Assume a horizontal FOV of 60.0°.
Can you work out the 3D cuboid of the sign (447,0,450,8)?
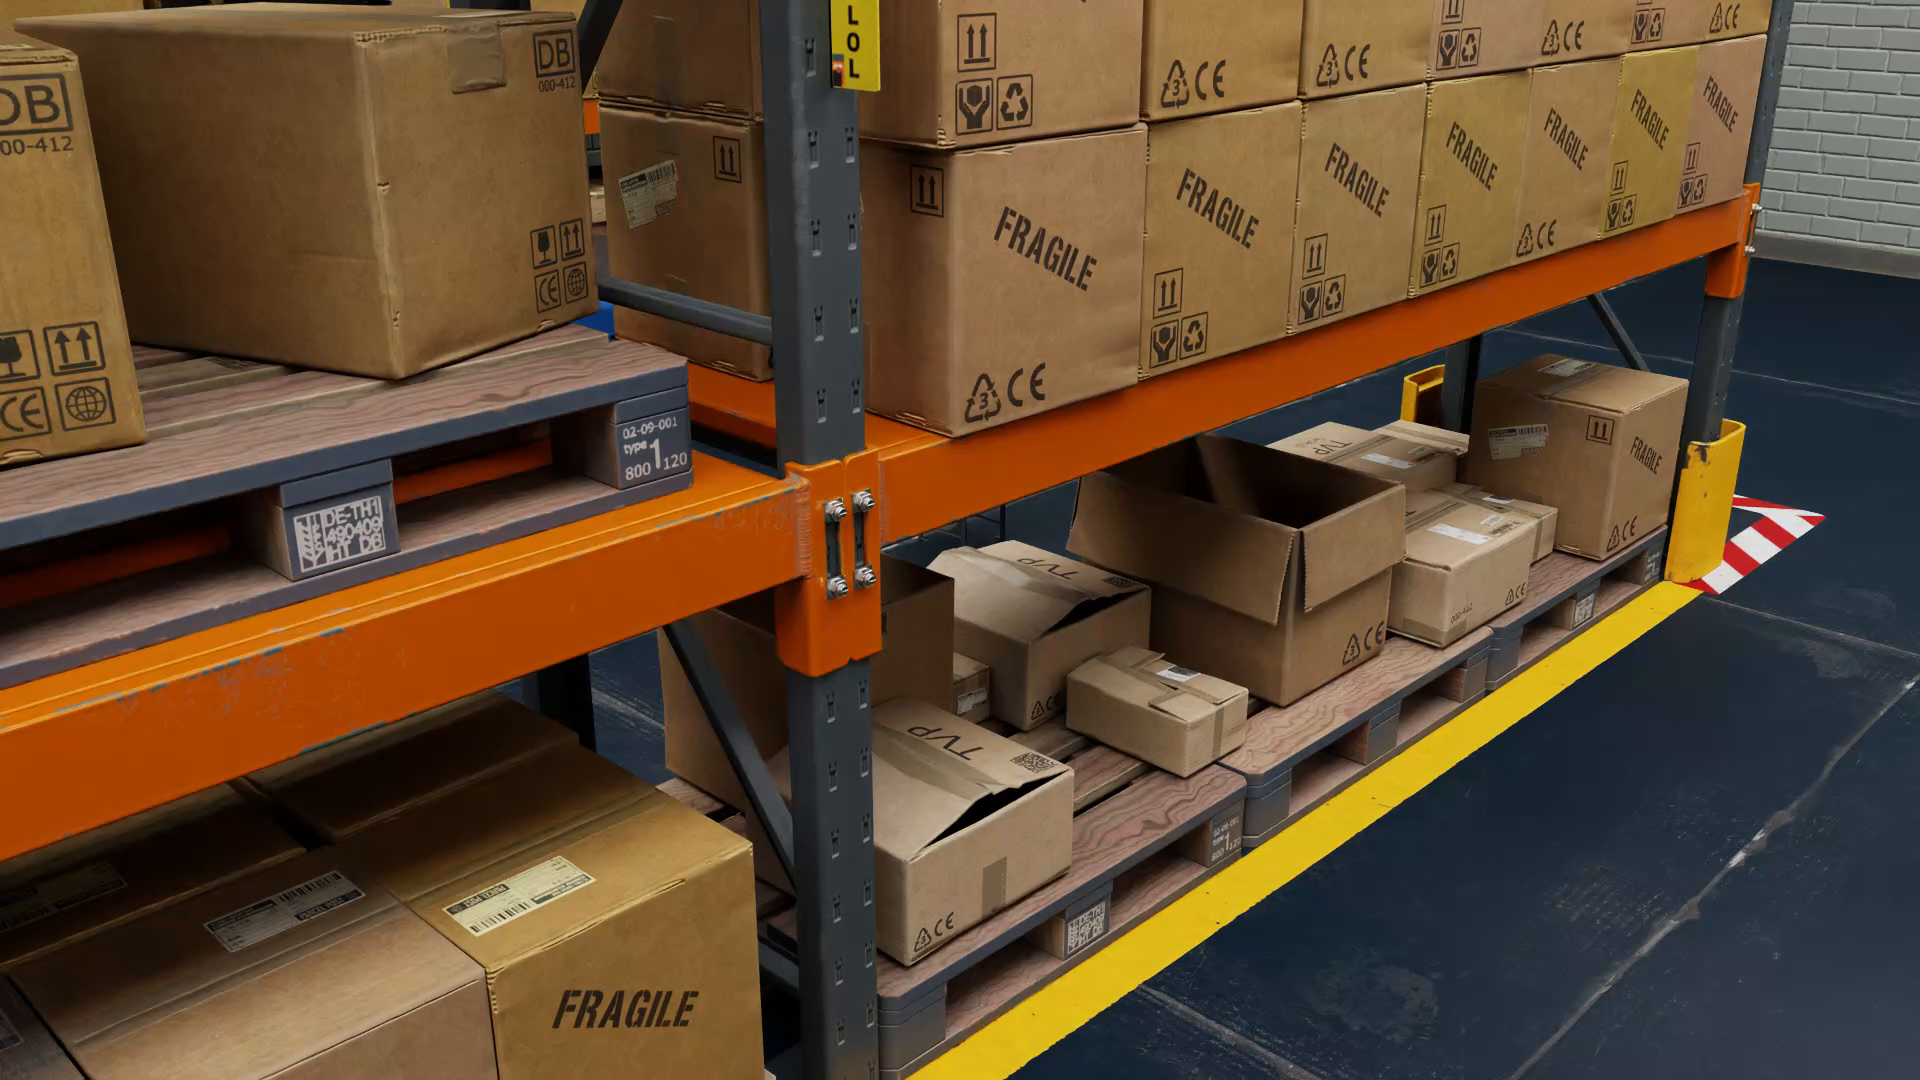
[{"bbox_3d":[-0.949,-0.962,3.189,0.100,0.325,0.005,19,28,41],"label":"sign"}]

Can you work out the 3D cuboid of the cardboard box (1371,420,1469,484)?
[{"bbox_3d":[1.697,-0.305,6.048,0.380,0.149,0.250,19,28,41],"label":"cardboard box"}]

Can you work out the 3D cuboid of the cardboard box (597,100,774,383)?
[{"bbox_3d":[-0.390,-0.663,3.480,0.500,0.500,0.500,-20,28,-41],"label":"cardboard box"}]

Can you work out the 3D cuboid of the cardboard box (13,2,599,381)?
[{"bbox_3d":[-1.046,-0.601,2.732,0.700,0.500,0.500,9,23,23],"label":"cardboard box"}]

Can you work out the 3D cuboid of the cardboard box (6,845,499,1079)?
[{"bbox_3d":[-1.045,0.861,2.524,0.500,0.500,0.500,19,28,41],"label":"cardboard box"}]

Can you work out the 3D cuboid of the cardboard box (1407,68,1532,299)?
[{"bbox_3d":[1.055,-0.925,4.161,0.500,0.500,0.500,19,28,40],"label":"cardboard box"}]

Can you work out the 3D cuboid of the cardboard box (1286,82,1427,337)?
[{"bbox_3d":[0.701,-0.794,3.820,0.500,0.500,0.500,19,28,40],"label":"cardboard box"}]

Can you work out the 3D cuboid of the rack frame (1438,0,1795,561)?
[{"bbox_3d":[2.235,-1.452,5.672,1.000,3.000,0.127,19,28,41],"label":"rack frame"}]

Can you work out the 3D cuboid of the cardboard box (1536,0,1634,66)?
[{"bbox_3d":[1.412,-1.518,4.309,0.500,0.500,0.500,-19,28,-41],"label":"cardboard box"}]

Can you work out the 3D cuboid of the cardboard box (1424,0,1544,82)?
[{"bbox_3d":[1.053,-1.386,3.966,0.500,0.500,0.500,-19,28,-40],"label":"cardboard box"}]

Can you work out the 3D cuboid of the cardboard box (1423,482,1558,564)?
[{"bbox_3d":[1.685,-0.052,5.365,0.380,0.166,0.250,19,28,41],"label":"cardboard box"}]

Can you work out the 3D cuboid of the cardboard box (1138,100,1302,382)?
[{"bbox_3d":[0.350,-0.666,3.486,0.500,0.500,0.500,-20,28,-41],"label":"cardboard box"}]

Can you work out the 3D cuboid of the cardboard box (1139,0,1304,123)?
[{"bbox_3d":[0.335,-1.121,3.276,0.500,0.500,0.500,18,28,39],"label":"cardboard box"}]

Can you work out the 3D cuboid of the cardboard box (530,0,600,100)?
[{"bbox_3d":[-2.165,-2.508,7.999,0.980,0.700,0.700,19,28,40],"label":"cardboard box"}]

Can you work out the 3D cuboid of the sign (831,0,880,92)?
[{"bbox_3d":[-0.155,-0.826,2.430,0.100,0.325,0.005,19,28,41],"label":"sign"}]

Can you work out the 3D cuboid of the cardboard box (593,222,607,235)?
[{"bbox_3d":[-2.082,-1.387,8.400,0.700,0.500,0.500,19,28,40],"label":"cardboard box"}]

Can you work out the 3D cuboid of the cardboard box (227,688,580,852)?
[{"bbox_3d":[-1.067,0.601,3.201,0.500,0.500,0.500,18,27,38],"label":"cardboard box"}]

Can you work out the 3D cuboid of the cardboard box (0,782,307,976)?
[{"bbox_3d":[-1.431,0.741,2.837,0.500,0.500,0.500,-20,28,-41],"label":"cardboard box"}]

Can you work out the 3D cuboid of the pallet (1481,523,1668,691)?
[{"bbox_3d":[1.627,0.074,5.587,1.003,0.211,1.213,19,28,41],"label":"pallet"}]

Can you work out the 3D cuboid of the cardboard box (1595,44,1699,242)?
[{"bbox_3d":[1.758,-1.181,4.828,0.500,0.500,0.500,20,28,41],"label":"cardboard box"}]

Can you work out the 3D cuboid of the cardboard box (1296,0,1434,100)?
[{"bbox_3d":[0.694,-1.253,3.620,0.500,0.500,0.500,18,28,39],"label":"cardboard box"}]

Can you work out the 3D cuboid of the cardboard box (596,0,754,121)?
[{"bbox_3d":[-0.388,-1.132,3.306,0.500,0.500,0.500,19,28,41],"label":"cardboard box"}]

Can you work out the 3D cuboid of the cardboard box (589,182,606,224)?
[{"bbox_3d":[-1.870,-1.673,8.242,0.250,0.149,0.380,-19,28,-41],"label":"cardboard box"}]

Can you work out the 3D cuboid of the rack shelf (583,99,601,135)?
[{"bbox_3d":[-2.712,-1.841,7.686,1.077,0.370,4.000,19,28,41],"label":"rack shelf"}]

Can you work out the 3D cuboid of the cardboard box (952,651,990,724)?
[{"bbox_3d":[-0.142,0.373,4.285,0.380,0.149,0.250,19,28,41],"label":"cardboard box"}]

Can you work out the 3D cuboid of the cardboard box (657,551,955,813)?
[{"bbox_3d":[-0.361,0.320,3.932,0.500,0.500,0.500,19,28,41],"label":"cardboard box"}]

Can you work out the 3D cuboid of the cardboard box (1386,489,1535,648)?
[{"bbox_3d":[1.348,0.064,4.946,0.500,0.250,0.500,19,28,41],"label":"cardboard box"}]

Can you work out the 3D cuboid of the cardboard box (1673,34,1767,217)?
[{"bbox_3d":[2.118,-1.315,5.177,0.500,0.500,0.500,-19,28,-40],"label":"cardboard box"}]

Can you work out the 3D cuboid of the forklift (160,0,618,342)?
[{"bbox_3d":[-2.454,-1.179,5.057,3.031,2.935,1.130,-5,22,-12],"label":"forklift"}]

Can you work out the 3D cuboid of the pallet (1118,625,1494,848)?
[{"bbox_3d":[0.776,0.386,4.775,1.003,0.211,1.213,19,28,41],"label":"pallet"}]

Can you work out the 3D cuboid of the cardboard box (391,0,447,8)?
[{"bbox_3d":[-2.703,-2.314,7.496,0.980,0.700,0.700,18,27,38],"label":"cardboard box"}]

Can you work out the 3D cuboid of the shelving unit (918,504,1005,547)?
[{"bbox_3d":[0.006,-0.422,5.919,0.258,0.900,0.210,19,28,41],"label":"shelving unit"}]

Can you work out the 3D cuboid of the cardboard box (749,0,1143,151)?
[{"bbox_3d":[-0.025,-0.988,2.931,0.500,0.500,0.500,-19,28,-41],"label":"cardboard box"}]

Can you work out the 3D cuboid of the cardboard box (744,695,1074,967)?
[{"bbox_3d":[-0.107,0.572,3.540,0.500,0.311,0.500,19,28,41],"label":"cardboard box"}]

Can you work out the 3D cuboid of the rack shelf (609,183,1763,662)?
[{"bbox_3d":[0.840,-0.602,4.463,1.077,0.370,4.000,19,28,41],"label":"rack shelf"}]

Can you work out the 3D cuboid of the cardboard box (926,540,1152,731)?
[{"bbox_3d":[0.162,0.216,4.467,0.500,0.311,0.500,19,28,41],"label":"cardboard box"}]

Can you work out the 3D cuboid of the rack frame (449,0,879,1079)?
[{"bbox_3d":[-0.555,-0.424,2.996,1.000,3.000,0.127,19,28,41],"label":"rack frame"}]

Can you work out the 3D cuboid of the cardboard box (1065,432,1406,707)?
[{"bbox_3d":[0.752,0.052,4.625,0.797,0.503,0.637,19,28,41],"label":"cardboard box"}]

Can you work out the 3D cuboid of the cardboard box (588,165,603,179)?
[{"bbox_3d":[-1.789,-1.900,8.832,0.380,0.149,0.250,20,28,41],"label":"cardboard box"}]

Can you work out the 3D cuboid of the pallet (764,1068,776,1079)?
[{"bbox_3d":[-1.096,1.096,2.928,1.003,0.211,1.213,19,28,41],"label":"pallet"}]

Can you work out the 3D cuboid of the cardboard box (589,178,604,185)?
[{"bbox_3d":[-1.692,-1.739,8.414,0.380,0.149,0.250,19,28,40],"label":"cardboard box"}]

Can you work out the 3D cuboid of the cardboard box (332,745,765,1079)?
[{"bbox_3d":[-0.694,0.736,2.849,0.500,0.500,0.500,19,28,40],"label":"cardboard box"}]

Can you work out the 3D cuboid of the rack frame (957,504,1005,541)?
[{"bbox_3d":[0.077,-0.448,5.987,0.240,0.900,0.006,19,28,41],"label":"rack frame"}]

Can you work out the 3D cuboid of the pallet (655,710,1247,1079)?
[{"bbox_3d":[-0.075,0.702,3.955,1.003,0.211,1.213,19,28,41],"label":"pallet"}]

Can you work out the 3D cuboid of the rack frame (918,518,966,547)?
[{"bbox_3d":[-0.065,-0.396,5.851,0.240,0.900,0.006,19,28,41],"label":"rack frame"}]

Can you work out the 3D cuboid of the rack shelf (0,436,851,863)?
[{"bbox_3d":[-1.950,0.426,1.788,1.077,0.370,4.000,19,28,41],"label":"rack shelf"}]

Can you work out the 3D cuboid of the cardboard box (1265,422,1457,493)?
[{"bbox_3d":[1.304,-0.177,5.573,0.500,0.250,0.500,19,28,41],"label":"cardboard box"}]

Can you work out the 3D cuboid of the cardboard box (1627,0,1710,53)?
[{"bbox_3d":[1.770,-1.652,4.659,0.500,0.500,0.500,-19,28,-41],"label":"cardboard box"}]

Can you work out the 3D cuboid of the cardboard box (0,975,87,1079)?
[{"bbox_3d":[-1.395,0.990,2.189,0.500,0.500,0.500,20,29,41],"label":"cardboard box"}]

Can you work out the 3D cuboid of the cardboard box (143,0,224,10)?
[{"bbox_3d":[-3.204,-2.124,7.003,0.980,0.700,0.700,18,28,39],"label":"cardboard box"}]

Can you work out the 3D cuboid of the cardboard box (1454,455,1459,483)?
[{"bbox_3d":[1.522,-0.249,5.877,0.380,0.166,0.250,19,28,41],"label":"cardboard box"}]

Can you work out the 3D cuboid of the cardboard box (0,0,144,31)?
[{"bbox_3d":[-3.717,-1.938,6.518,0.700,0.700,0.980,-20,28,-41],"label":"cardboard box"}]

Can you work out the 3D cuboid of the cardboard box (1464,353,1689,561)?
[{"bbox_3d":[2.032,-0.289,5.517,0.500,0.500,0.500,19,28,41],"label":"cardboard box"}]

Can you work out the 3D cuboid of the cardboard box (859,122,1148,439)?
[{"bbox_3d":[-0.004,-0.533,3.142,0.500,0.500,0.500,-19,28,-41],"label":"cardboard box"}]

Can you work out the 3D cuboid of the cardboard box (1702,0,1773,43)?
[{"bbox_3d":[2.122,-1.782,4.997,0.500,0.500,0.500,19,28,40],"label":"cardboard box"}]

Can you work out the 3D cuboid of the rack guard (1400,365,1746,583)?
[{"bbox_3d":[2.182,-0.266,6.069,1.175,0.500,0.348,19,28,41],"label":"rack guard"}]

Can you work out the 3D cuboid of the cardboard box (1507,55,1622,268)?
[{"bbox_3d":[1.406,-1.054,4.497,0.500,0.500,0.500,20,28,41],"label":"cardboard box"}]

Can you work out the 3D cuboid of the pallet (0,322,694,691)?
[{"bbox_3d":[-1.191,-0.156,2.567,1.003,0.211,1.213,19,28,41],"label":"pallet"}]

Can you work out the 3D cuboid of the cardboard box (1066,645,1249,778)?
[{"bbox_3d":[0.489,0.415,4.151,0.380,0.166,0.250,19,28,41],"label":"cardboard box"}]

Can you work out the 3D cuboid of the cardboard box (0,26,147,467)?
[{"bbox_3d":[-1.480,-0.408,2.231,0.500,0.500,0.700,-15,26,-34],"label":"cardboard box"}]
